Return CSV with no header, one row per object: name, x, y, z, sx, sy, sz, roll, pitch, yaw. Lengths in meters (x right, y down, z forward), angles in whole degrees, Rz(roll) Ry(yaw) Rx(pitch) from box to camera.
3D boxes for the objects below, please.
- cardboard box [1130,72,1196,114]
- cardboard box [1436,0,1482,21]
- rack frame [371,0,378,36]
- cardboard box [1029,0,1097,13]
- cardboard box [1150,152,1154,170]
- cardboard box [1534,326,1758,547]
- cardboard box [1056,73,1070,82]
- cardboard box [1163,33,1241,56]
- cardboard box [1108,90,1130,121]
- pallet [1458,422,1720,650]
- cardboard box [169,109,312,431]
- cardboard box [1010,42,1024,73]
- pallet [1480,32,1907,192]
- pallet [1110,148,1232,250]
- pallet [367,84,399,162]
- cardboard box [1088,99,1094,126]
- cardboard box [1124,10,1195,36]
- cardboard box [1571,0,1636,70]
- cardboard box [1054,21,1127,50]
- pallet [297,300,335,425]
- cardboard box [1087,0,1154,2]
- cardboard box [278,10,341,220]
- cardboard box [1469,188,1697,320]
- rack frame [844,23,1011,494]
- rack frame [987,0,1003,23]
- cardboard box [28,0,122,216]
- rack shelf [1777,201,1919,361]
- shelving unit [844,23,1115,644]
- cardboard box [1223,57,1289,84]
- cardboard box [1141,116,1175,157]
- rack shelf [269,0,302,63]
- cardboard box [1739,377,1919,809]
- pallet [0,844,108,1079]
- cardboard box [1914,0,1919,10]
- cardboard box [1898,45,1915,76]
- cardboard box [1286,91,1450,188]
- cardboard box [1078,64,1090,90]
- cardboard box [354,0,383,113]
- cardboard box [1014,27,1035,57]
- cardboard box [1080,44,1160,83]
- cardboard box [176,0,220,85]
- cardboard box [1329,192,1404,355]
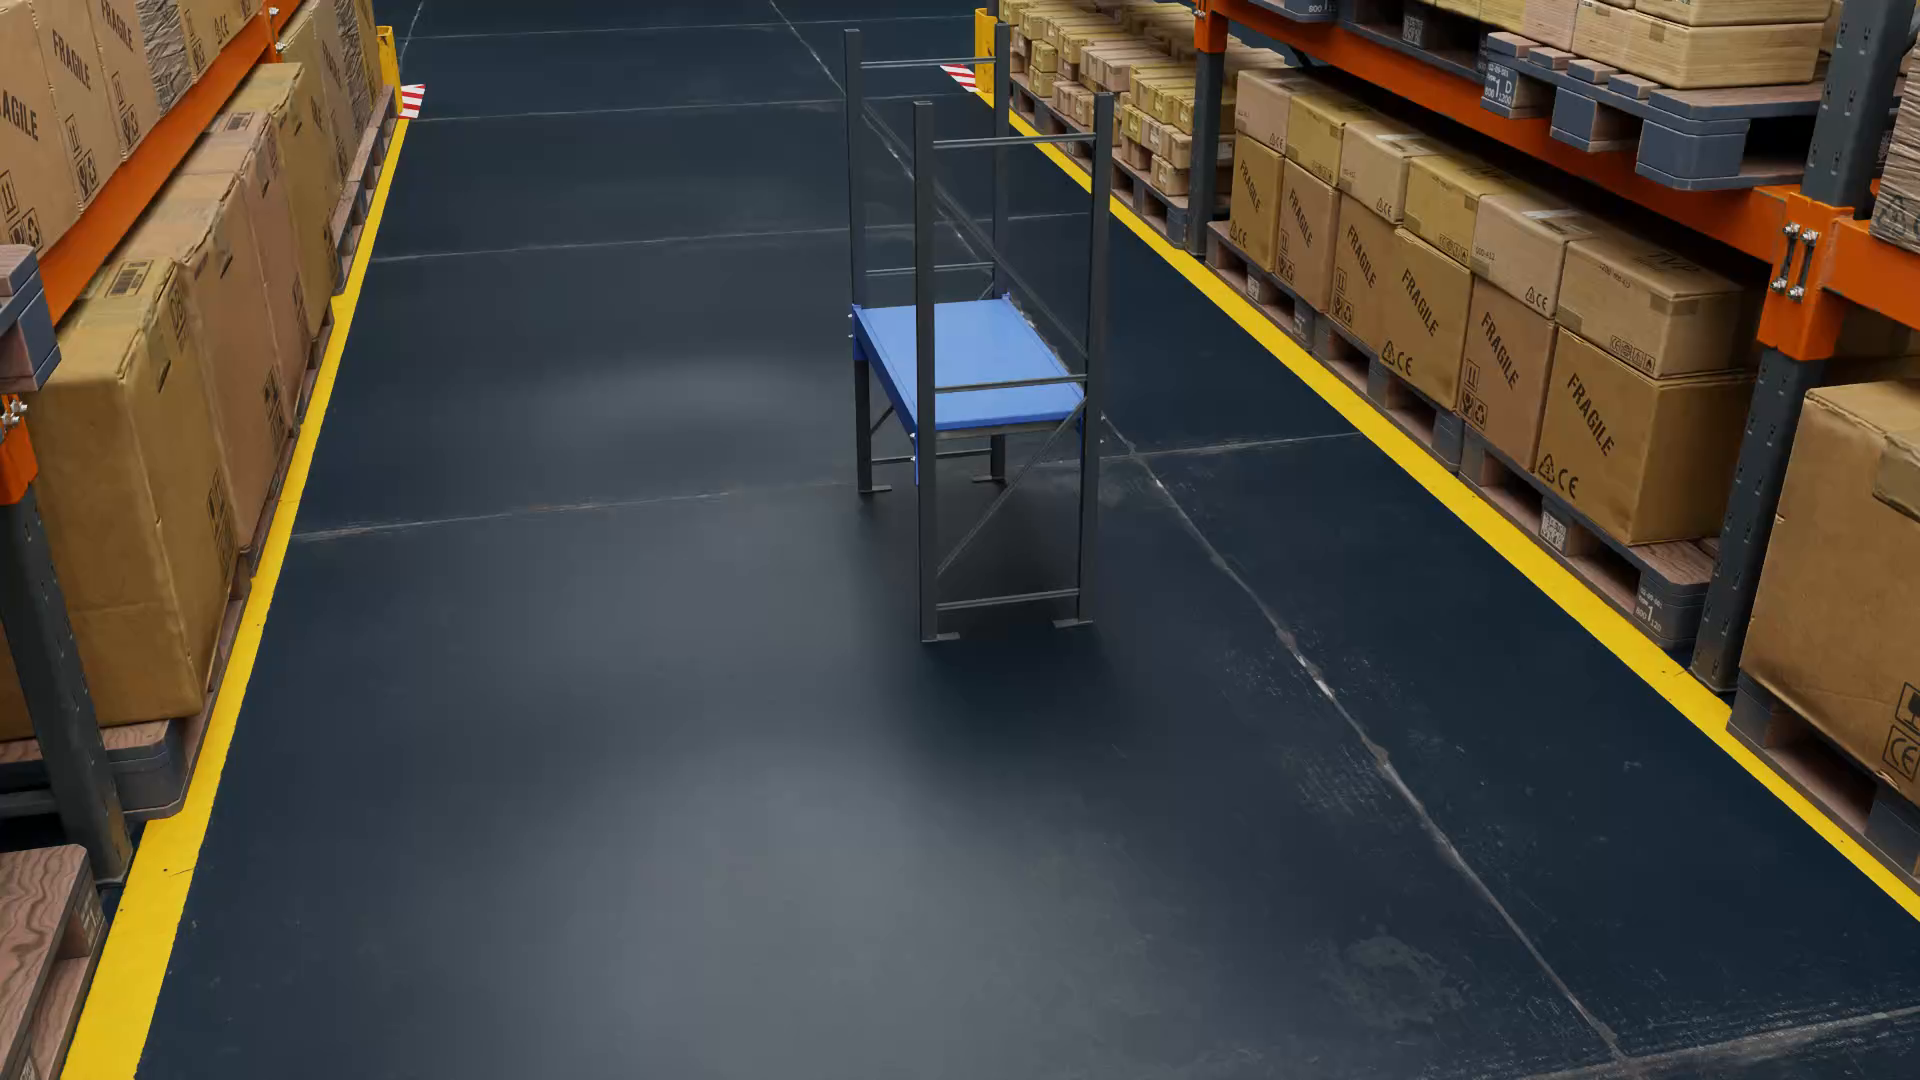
cardboard box,1.090,-2.284,8.483,0.380,0.149,0.250,-6,27,-12
cardboard box,1.698,-1.696,5.094,0.380,0.149,0.250,-7,28,-14
rack frame,-4.174,-4.054,9.952,1.000,3.000,0.127,-6,27,-12
cardboard box,0.648,-3.320,10.537,0.380,0.149,0.250,-5,27,-11
cardboard box,1.185,-1.932,8.447,0.380,0.149,0.250,-5,27,-10
cardboard box,2.081,-0.335,4.893,0.500,0.500,0.500,-6,27,-12
cardboard box,0.790,-2.725,10.017,0.380,0.149,0.250,-6,27,-11
cardboard box,1.380,-2.798,9.503,0.380,0.149,0.250,-6,27,-11
cardboard box,1.014,-2.374,8.992,0.380,0.149,0.250,-5,27,-10
pallet,2.310,-0.099,5.213,1.003,0.211,1.213,-6,27,-12
cardboard box,-2.906,-0.866,5.528,1.225,0.875,0.875,-7,28,-13
cardboard box,0.487,-3.165,10.890,0.380,0.149,0.250,-5,27,-11
pallet,2.220,-1.217,4.546,1.213,0.211,1.003,-6,27,-12
pallet,1.397,-1.803,8.589,1.003,0.211,1.213,-6,27,-12
pallet,-3.917,-2.466,9.901,1.003,0.211,1.213,-6,27,-12
cardboard box,0.936,-2.385,9.344,0.380,0.149,0.250,-5,27,-11
cardboard box,1.227,-3.150,10.199,0.380,0.149,0.250,-7,28,-14
cardboard box,1.871,-1.355,4.419,0.380,0.149,0.250,-6,27,-12
cardboard box,0.770,-2.973,9.849,0.380,0.149,0.250,-5,27,-10
pallet,-3.025,-0.722,6.446,1.003,0.211,1.213,-6,27,-12
cardboard box,1.047,-3.487,10.867,0.380,0.149,0.250,-6,27,-11
cardboard box,-3.343,-1.835,7.448,0.875,0.875,0.875,-6,27,-12
cardboard box,1.950,-0.902,5.183,0.500,0.250,0.500,-6,27,-11
rack frame,-0.095,-0.855,5.280,0.500,1.500,0.032,-6,27,-12
rack frame,0.681,-4.513,10.862,1.000,3.000,0.127,-6,27,-12
cardboard box,-2.334,-1.054,3.897,0.500,0.500,0.500,-7,28,-13
rack shelf,2.935,0.198,2.327,1.077,0.370,4.000,-6,27,-12
shelving unit,0.019,-0.632,4.838,0.538,1.500,1.048,-6,27,-12
cardboard box,1.517,-2.455,8.822,0.380,0.149,0.250,-7,28,-13
cardboard box,1.129,-2.028,8.307,0.380,0.149,0.250,-7,28,-14
rack shelf,-3.723,-2.855,8.375,1.077,0.370,4.000,-6,27,-12
cardboard box,2.534,0.092,3.769,1.050,0.750,0.750,-6,27,-12
pallet,-2.196,1.046,2.943,1.003,0.211,1.213,-6,27,-12
cardboard box,2.571,-1.442,4.260,0.380,0.149,0.250,-5,27,-9
cardboard box,2.580,-1.293,4.296,0.380,0.149,0.250,-6,27,-12
cardboard box,1.614,-1.579,6.525,0.500,0.250,0.500,-5,27,-10
cardboard box,0.903,-2.735,9.707,0.380,0.149,0.250,-5,27,-9
cardboard box,-3.952,-3.020,9.796,0.875,0.875,0.875,-6,27,-12
cardboard box,0.556,-3.179,10.586,0.380,0.149,0.250,-6,27,-12
cardboard box,0.883,-2.632,9.174,0.380,0.149,0.250,-7,28,-13
cardboard box,-2.672,-1.718,5.214,0.500,0.500,0.500,-6,27,-12
cardboard box,1.743,-1.017,6.243,0.500,0.500,0.500,-5,27,-11
